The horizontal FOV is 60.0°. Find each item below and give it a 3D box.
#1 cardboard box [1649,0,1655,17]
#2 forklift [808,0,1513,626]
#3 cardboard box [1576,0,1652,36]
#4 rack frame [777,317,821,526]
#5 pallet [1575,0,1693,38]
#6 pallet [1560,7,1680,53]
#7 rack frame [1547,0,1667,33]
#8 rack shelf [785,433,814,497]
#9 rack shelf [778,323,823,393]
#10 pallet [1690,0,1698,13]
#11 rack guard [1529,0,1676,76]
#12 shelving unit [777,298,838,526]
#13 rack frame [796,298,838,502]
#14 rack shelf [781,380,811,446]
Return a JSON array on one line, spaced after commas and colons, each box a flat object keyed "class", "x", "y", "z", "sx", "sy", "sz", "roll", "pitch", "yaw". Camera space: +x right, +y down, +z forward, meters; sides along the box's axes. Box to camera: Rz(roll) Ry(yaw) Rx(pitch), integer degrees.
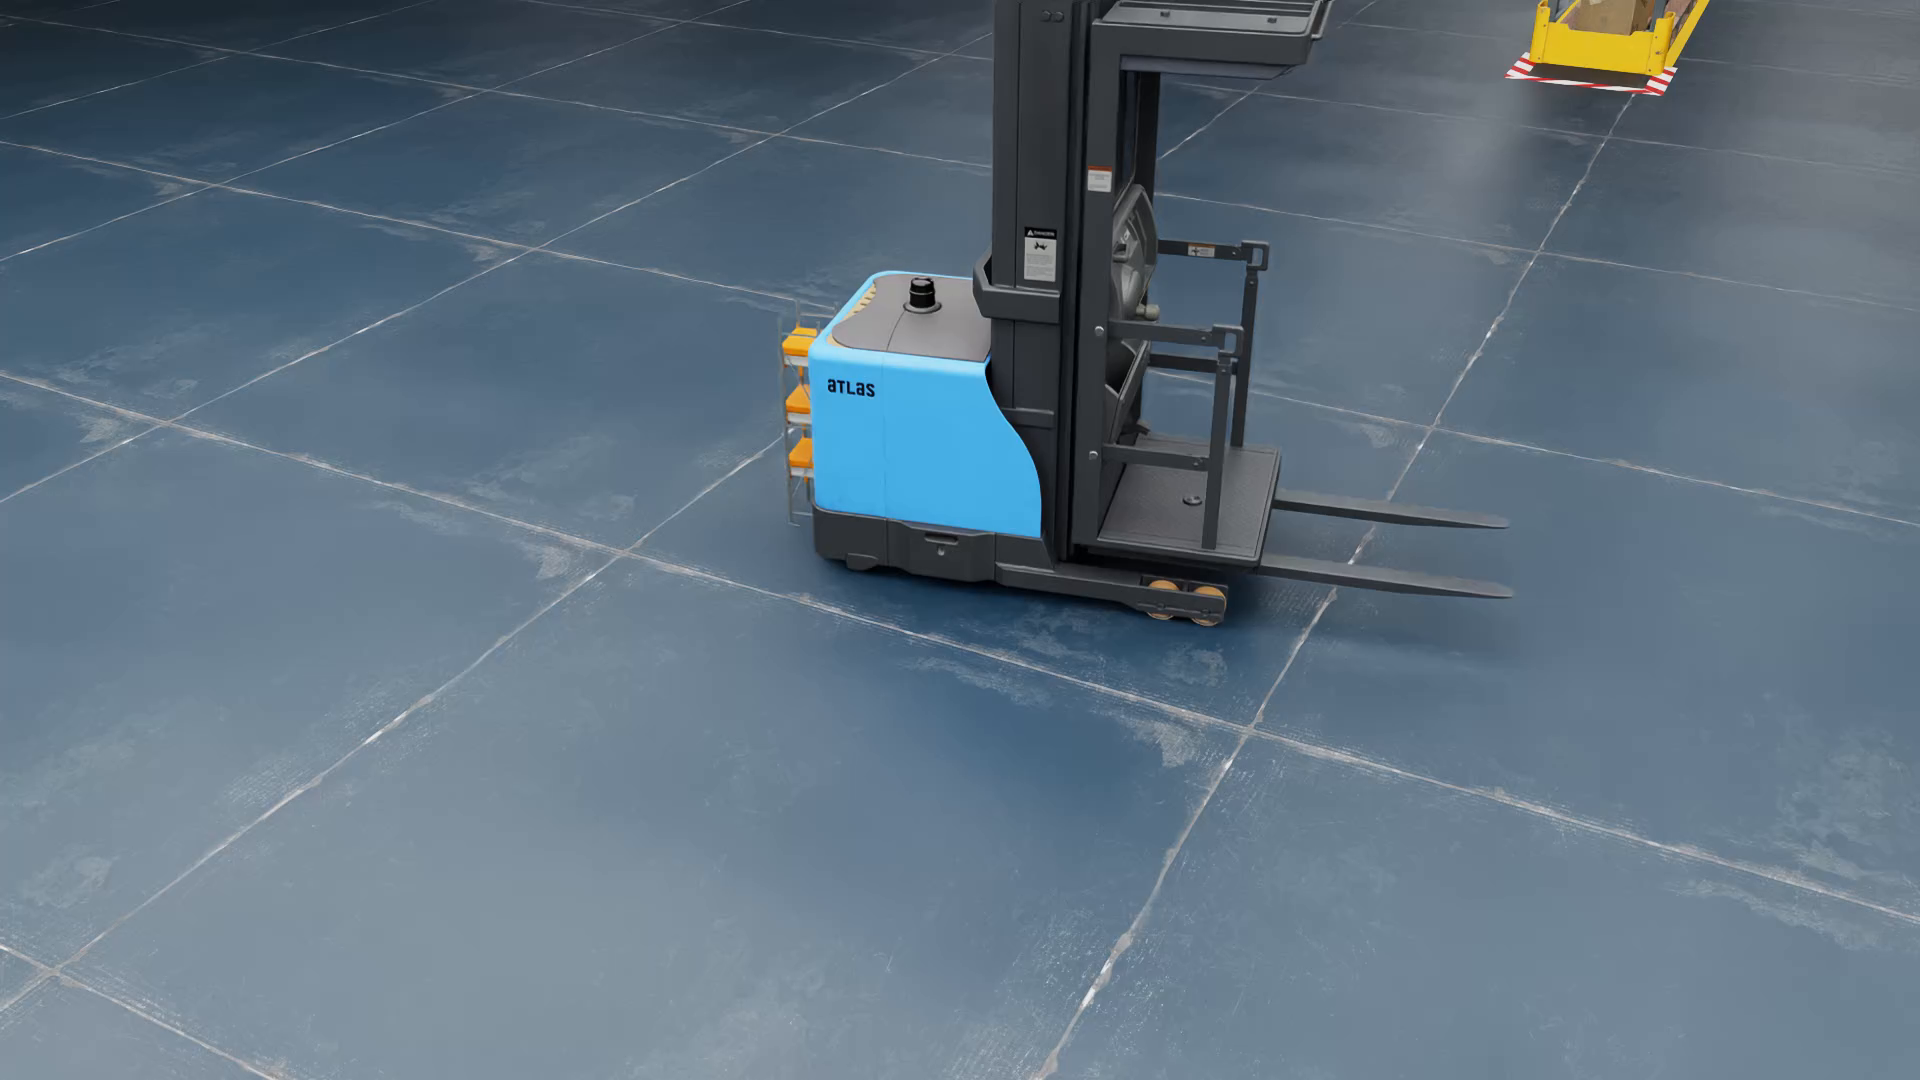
[{"class": "cardboard box", "x": 6.407, "y": -5.322, "z": 16.095, "sx": 0.500, "sy": 0.500, "sz": 0.500, "roll": 24, "pitch": 38, "yaw": 36}, {"class": "forklift", "x": 0.914, "y": -1.198, "z": 6.893, "sx": 3.031, "sy": 2.935, "sz": 1.130, "roll": 8, "pitch": 31, "yaw": 13}, {"class": "cardboard box", "x": 6.165, "y": -5.050, "z": 15.620, "sx": 0.500, "sy": 0.500, "sz": 0.500, "roll": 21, "pitch": 36, "yaw": 32}, {"class": "rack frame", "x": -0.711, "y": -0.515, "z": 7.592, "sx": 0.200, "sy": 1.050, "sz": 0.008, "roll": 8, "pitch": 31, "yaw": 13}, {"class": "pallet", "x": 6.859, "y": -5.394, "z": 16.931, "sx": 1.003, "sy": 0.211, "sz": 1.213, "roll": 14, "pitch": 33, "yaw": 23}, {"class": "pallet", "x": 6.302, "y": -4.855, "z": 15.993, "sx": 1.003, "sy": 0.211, "sz": 1.213, "roll": 14, "pitch": 33, "yaw": 23}, {"class": "rack frame", "x": 5.866, "y": -5.678, "z": 14.626, "sx": 1.000, "sy": 3.000, "sz": 0.127, "roll": 14, "pitch": 33, "yaw": 23}, {"class": "rack shelf", "x": -0.679, "y": -0.323, "z": 7.838, "sx": 0.215, "sy": 0.259, "sz": 0.240, "roll": 8, "pitch": 31, "yaw": 13}, {"class": "rack shelf", "x": -0.680, "y": -0.810, "z": 7.558, "sx": 0.215, "sy": 0.259, "sz": 0.240, "roll": 8, "pitch": 31, "yaw": 13}, {"class": "pallet", "x": 7.413, "y": -5.937, "z": 17.876, "sx": 1.003, "sy": 0.211, "sz": 1.213, "roll": 14, "pitch": 33, "yaw": 23}, {"class": "rack guard", "x": 5.900, "y": -4.628, "z": 15.307, "sx": 1.175, "sy": 0.500, "sz": 0.348, "roll": 14, "pitch": 33, "yaw": 23}, {"class": "shelving unit", "x": -0.680, "y": -0.573, "z": 7.694, "sx": 0.215, "sy": 1.050, "sz": 0.252, "roll": 8, "pitch": 31, "yaw": 13}, {"class": "rack frame", "x": -0.648, "y": -0.632, "z": 7.796, "sx": 0.200, "sy": 1.050, "sz": 0.008, "roll": 8, "pitch": 31, "yaw": 13}, {"class": "rack shelf", "x": -0.680, "y": -0.564, "z": 7.699, "sx": 0.215, "sy": 0.259, "sz": 0.240, "roll": 8, "pitch": 31, "yaw": 13}]
